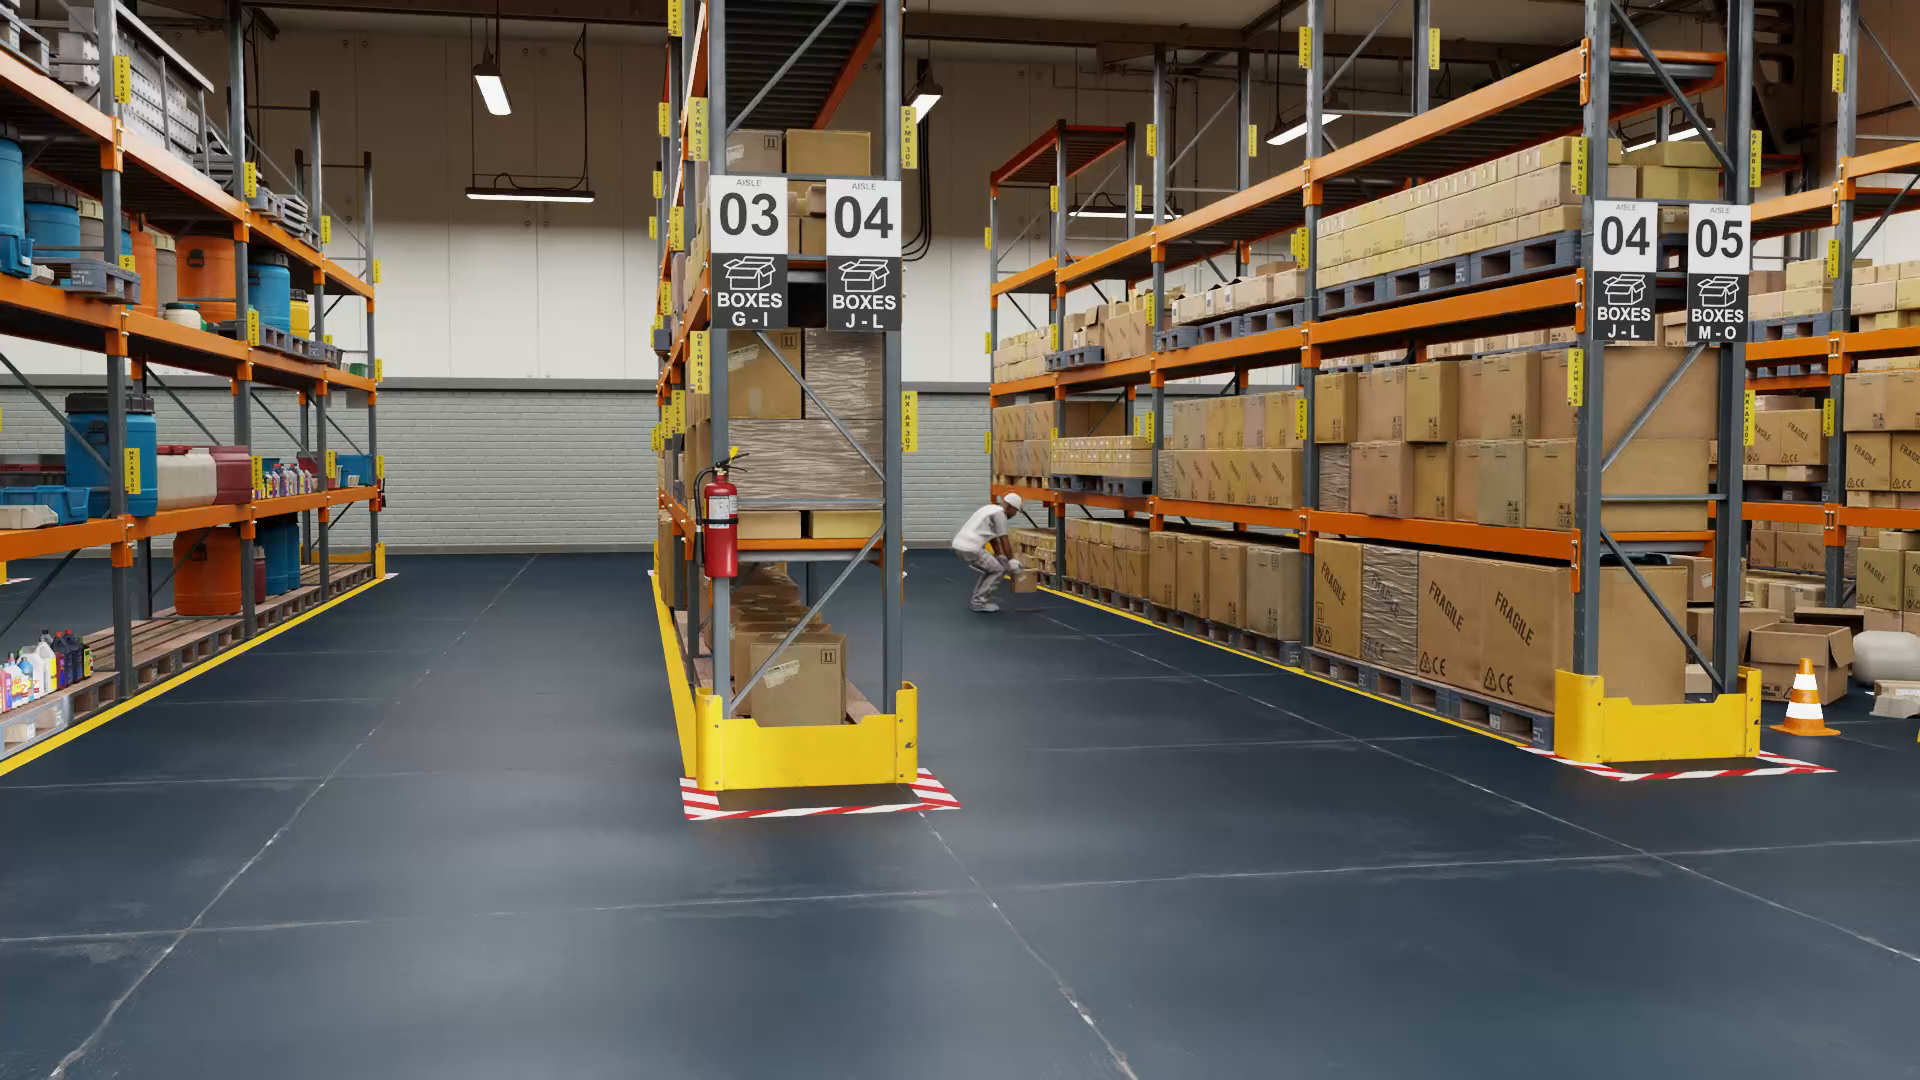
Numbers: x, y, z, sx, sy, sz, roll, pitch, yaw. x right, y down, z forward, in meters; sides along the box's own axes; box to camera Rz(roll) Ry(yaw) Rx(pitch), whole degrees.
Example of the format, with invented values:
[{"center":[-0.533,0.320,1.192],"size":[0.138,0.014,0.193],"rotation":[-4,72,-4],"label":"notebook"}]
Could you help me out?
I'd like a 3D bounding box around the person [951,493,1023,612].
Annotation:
[{"center":[0.311,0.133,18.773],"size":[0.813,1.322,0.612],"rotation":[-1,3,-11],"label":"person"}]
